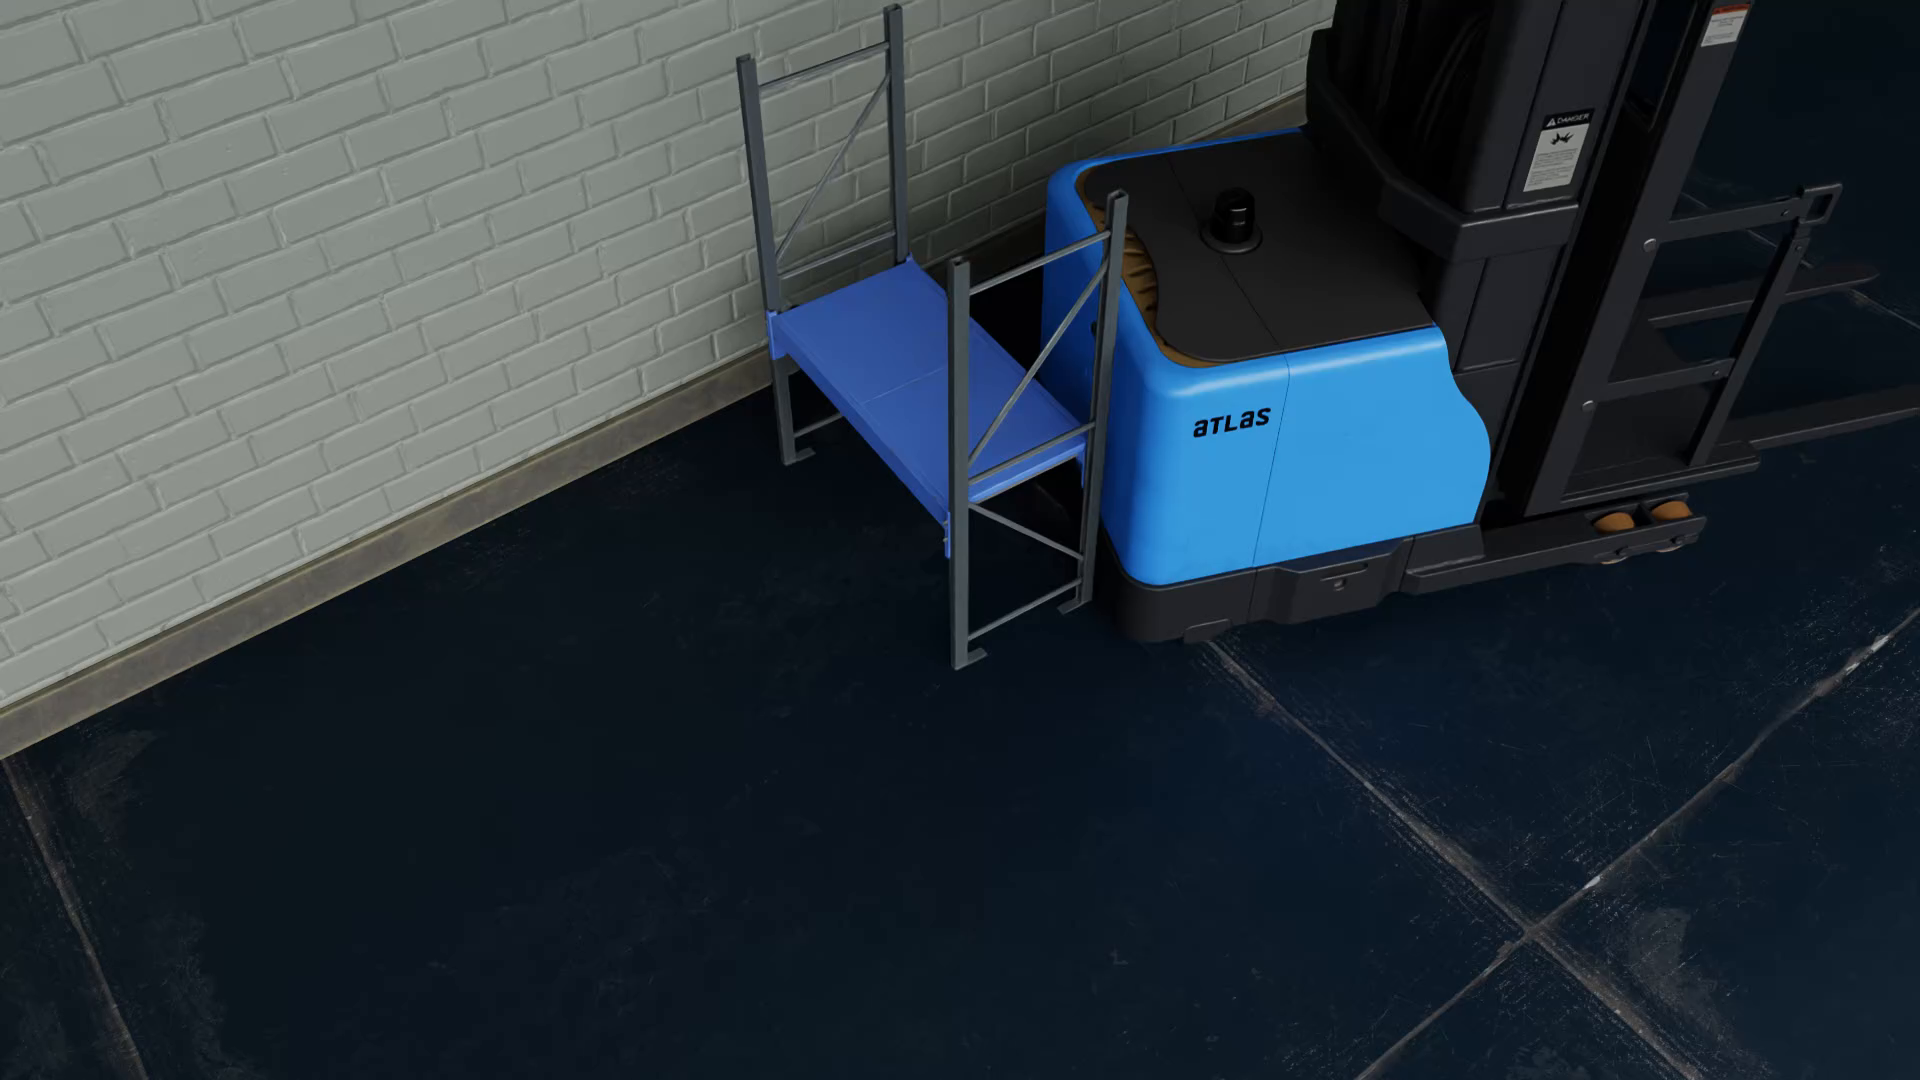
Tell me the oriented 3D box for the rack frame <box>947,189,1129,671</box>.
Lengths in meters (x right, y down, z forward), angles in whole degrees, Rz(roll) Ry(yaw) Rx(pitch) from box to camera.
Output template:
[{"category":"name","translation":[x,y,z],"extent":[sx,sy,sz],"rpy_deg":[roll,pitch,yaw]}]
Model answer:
[{"category":"rack frame","translation":[0.187,-0.229,4.445],"extent":[0.500,1.500,0.032],"rpy_deg":[-26,53,-22]}]

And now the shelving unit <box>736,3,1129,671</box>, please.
[{"category":"shelving unit","translation":[-0.093,-0.543,4.730],"extent":[0.538,1.500,1.048],"rpy_deg":[-26,53,-22]}]

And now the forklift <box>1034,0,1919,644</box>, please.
[{"category":"forklift","translation":[1.813,-1.279,4.431],"extent":[3.031,2.935,1.130],"rpy_deg":[-11,49,-10]}]

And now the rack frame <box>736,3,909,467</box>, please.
[{"category":"rack frame","translation":[-0.374,-0.857,5.015],"extent":[0.500,1.500,0.032],"rpy_deg":[-26,53,-22]}]

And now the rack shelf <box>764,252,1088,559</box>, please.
[{"category":"rack shelf","translation":[-0.093,-0.422,4.863],"extent":[0.538,0.185,1.000],"rpy_deg":[-26,53,-22]}]
